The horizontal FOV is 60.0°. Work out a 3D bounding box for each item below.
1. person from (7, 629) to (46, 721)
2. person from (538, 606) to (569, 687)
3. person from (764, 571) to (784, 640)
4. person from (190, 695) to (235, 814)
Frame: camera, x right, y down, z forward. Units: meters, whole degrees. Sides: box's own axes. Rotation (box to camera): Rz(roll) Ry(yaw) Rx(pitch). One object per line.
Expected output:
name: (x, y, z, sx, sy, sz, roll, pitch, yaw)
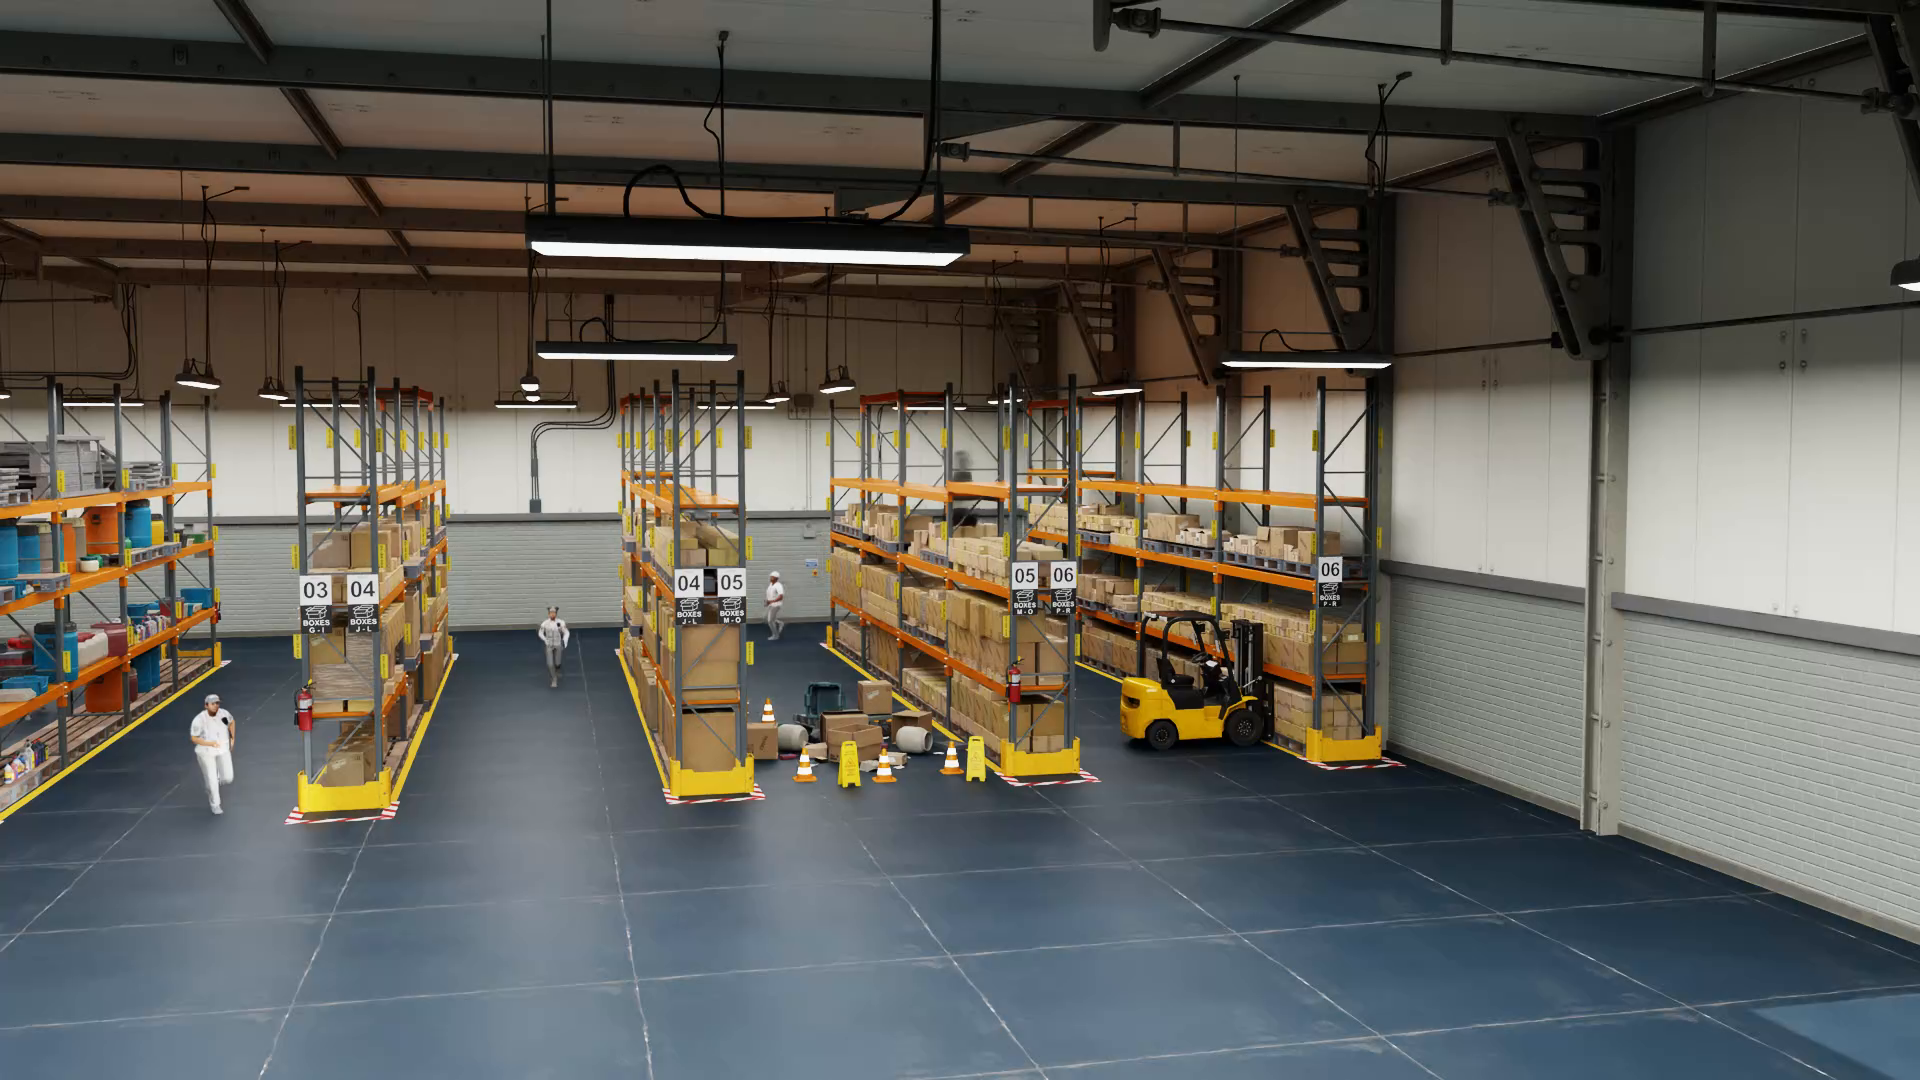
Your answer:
person: (-16.843, 2.411, 30.150, 0.705, 1.696, 1.020, -1, 3, -13)
person: (-8.290, 2.165, 33.924, 0.616, 1.655, 0.514, -1, 3, -11)
person: (-4.668, 1.652, 41.869, 0.587, 1.722, 0.703, -2, 4, -28)
person: (-10.006, 2.876, 22.375, 0.606, 1.619, 0.645, 3, 5, 44)
